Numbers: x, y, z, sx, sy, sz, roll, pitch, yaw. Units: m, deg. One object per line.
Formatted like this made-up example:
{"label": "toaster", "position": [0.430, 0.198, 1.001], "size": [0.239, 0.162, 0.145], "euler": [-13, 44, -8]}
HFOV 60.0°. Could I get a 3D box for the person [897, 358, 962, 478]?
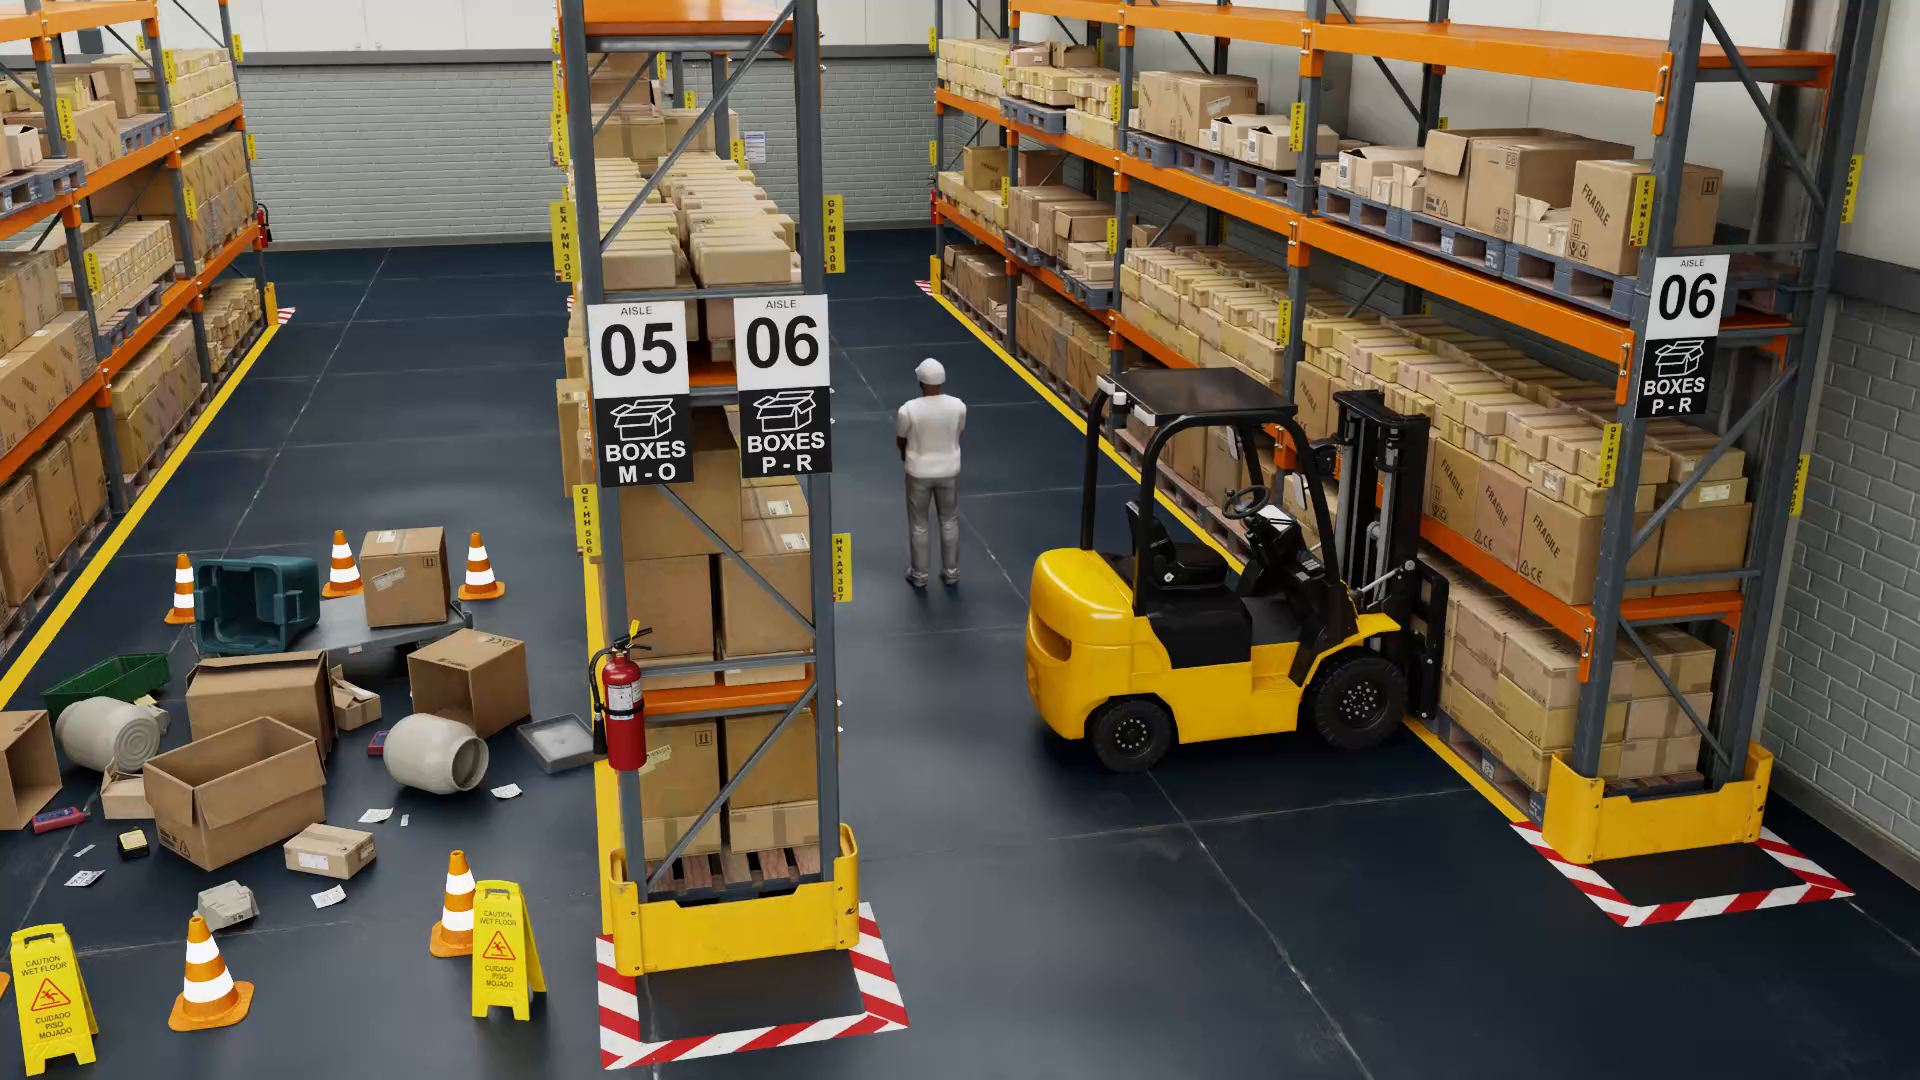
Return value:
{"label": "person", "position": [-0.236, -0.932, 12.411], "size": [0.495, 0.934, 0.571], "euler": [-5, 20, -13]}
